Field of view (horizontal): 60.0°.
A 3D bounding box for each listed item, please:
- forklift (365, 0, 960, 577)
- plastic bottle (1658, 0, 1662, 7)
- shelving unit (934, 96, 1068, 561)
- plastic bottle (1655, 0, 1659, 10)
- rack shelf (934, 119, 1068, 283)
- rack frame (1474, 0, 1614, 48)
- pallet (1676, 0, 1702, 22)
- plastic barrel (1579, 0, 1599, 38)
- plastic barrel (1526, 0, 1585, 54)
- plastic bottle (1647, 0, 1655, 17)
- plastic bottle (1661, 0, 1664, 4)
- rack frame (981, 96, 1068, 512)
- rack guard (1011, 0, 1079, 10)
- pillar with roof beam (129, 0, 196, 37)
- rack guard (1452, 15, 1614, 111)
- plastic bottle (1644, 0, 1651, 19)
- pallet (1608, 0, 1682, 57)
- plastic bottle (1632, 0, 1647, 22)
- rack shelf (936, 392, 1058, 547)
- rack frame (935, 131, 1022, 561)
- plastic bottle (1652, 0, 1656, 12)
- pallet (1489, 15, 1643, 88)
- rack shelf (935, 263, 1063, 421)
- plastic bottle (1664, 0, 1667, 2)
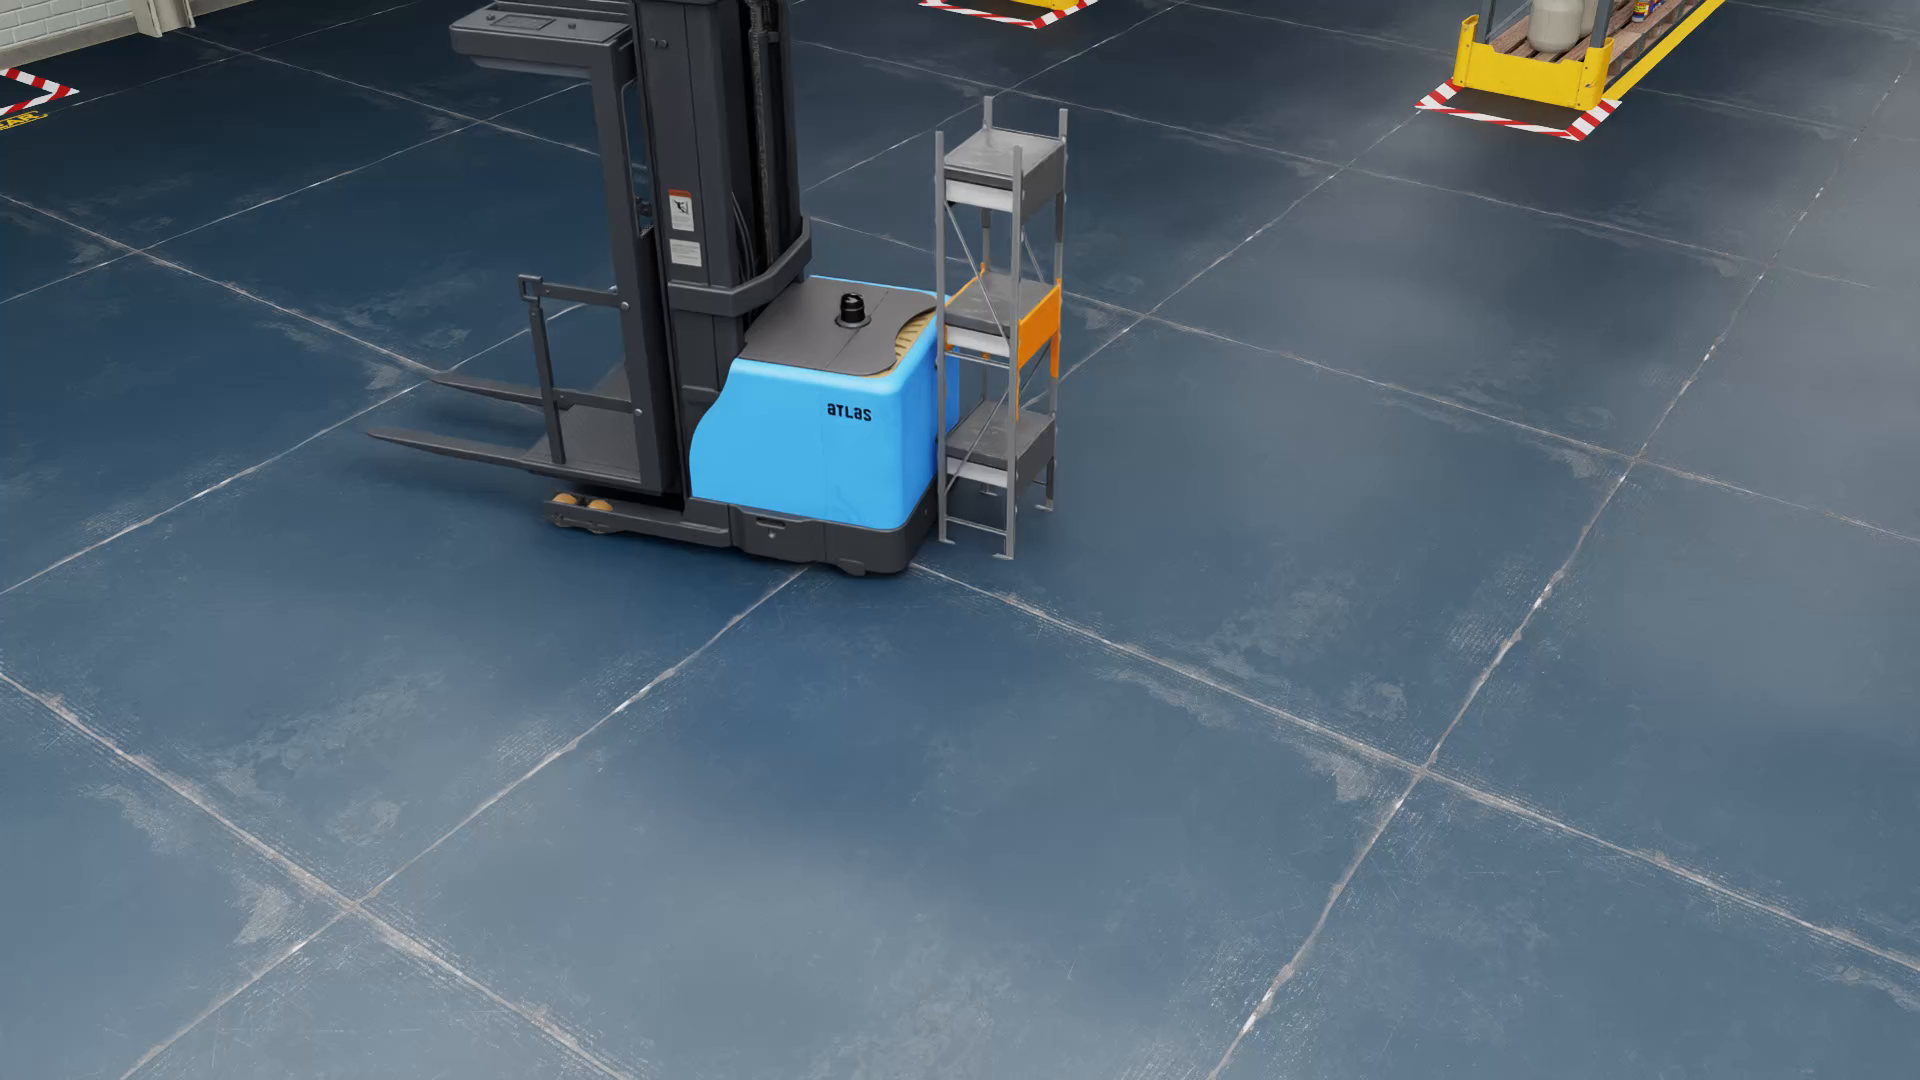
[{"bbox_3d":[-1.566,-1.515,7.874,3.031,2.935,1.130,10,35,14],"label":"forklift"},{"bbox_3d":[6.257,-4.895,14.916,0.097,0.201,0.097,0,34,0],"label":"plastic bottle"},{"bbox_3d":[0.184,-0.942,7.769,0.431,2.100,0.503,15,37,21],"label":"shelving unit"},{"bbox_3d":[6.200,-4.879,14.829,0.097,0.271,0.097,0,34,0],"label":"plastic bottle"},{"bbox_3d":[0.184,-1.511,7.384,0.431,0.518,0.480,15,37,21],"label":"rack shelf"},{"bbox_3d":[4.658,-4.888,12.800,1.000,3.000,0.127,21,39,28],"label":"rack frame"},{"bbox_3d":[6.522,-5.278,15.866,1.003,0.211,1.213,21,39,28],"label":"pallet"},{"bbox_3d":[5.256,-4.589,14.205,0.421,0.512,0.421,0,34,0],"label":"plastic barrel"},{"bbox_3d":[4.971,-4.359,13.863,0.421,0.512,0.421,0,34,0],"label":"plastic barrel"},{"bbox_3d":[6.092,-4.778,14.670,0.061,0.283,0.133,22,40,29],"label":"plastic bottle"},{"bbox_3d":[6.316,-4.972,14.967,0.097,0.271,0.097,0,34,0],"label":"plastic bottle"},{"bbox_3d":[0.290,-1.065,7.951,0.400,2.100,0.015,15,37,21],"label":"rack frame"},{"bbox_3d":[0.577,-5.425,15.826,1.175,0.500,0.348,21,39,28],"label":"rack guard"},{"bbox_3d":[-3.677,-7.000,10.567,9.100,9.000,0.400,21,39,28],"label":"pillar with roof beam"},{"bbox_3d":[4.663,-3.902,13.574,1.175,0.500,0.348,21,39,28],"label":"rack guard"},{"bbox_3d":[6.007,-4.693,14.618,0.097,0.201,0.097,0,34,0],"label":"plastic bottle"},{"bbox_3d":[5.827,-4.714,15.032,1.003,0.211,1.213,21,39,28],"label":"pallet"},{"bbox_3d":[5.948,-4.675,14.528,0.097,0.271,0.097,0,34,0],"label":"plastic bottle"},{"bbox_3d":[0.184,-0.351,8.169,0.431,0.518,0.480,15,37,21],"label":"rack shelf"},{"bbox_3d":[0.077,-0.819,7.587,0.400,2.100,0.015,15,37,21],"label":"rack frame"},{"bbox_3d":[6.143,-4.833,14.761,0.097,0.271,0.097,0,34,0],"label":"plastic bottle"},{"bbox_3d":[5.130,-4.155,14.206,1.003,0.211,1.213,21,39,28],"label":"pallet"},{"bbox_3d":[0.184,-0.931,7.776,0.431,0.518,0.480,15,37,21],"label":"rack shelf"},{"bbox_3d":[6.374,-4.990,15.056,0.097,0.201,0.097,0,34,0],"label":"plastic bottle"}]
